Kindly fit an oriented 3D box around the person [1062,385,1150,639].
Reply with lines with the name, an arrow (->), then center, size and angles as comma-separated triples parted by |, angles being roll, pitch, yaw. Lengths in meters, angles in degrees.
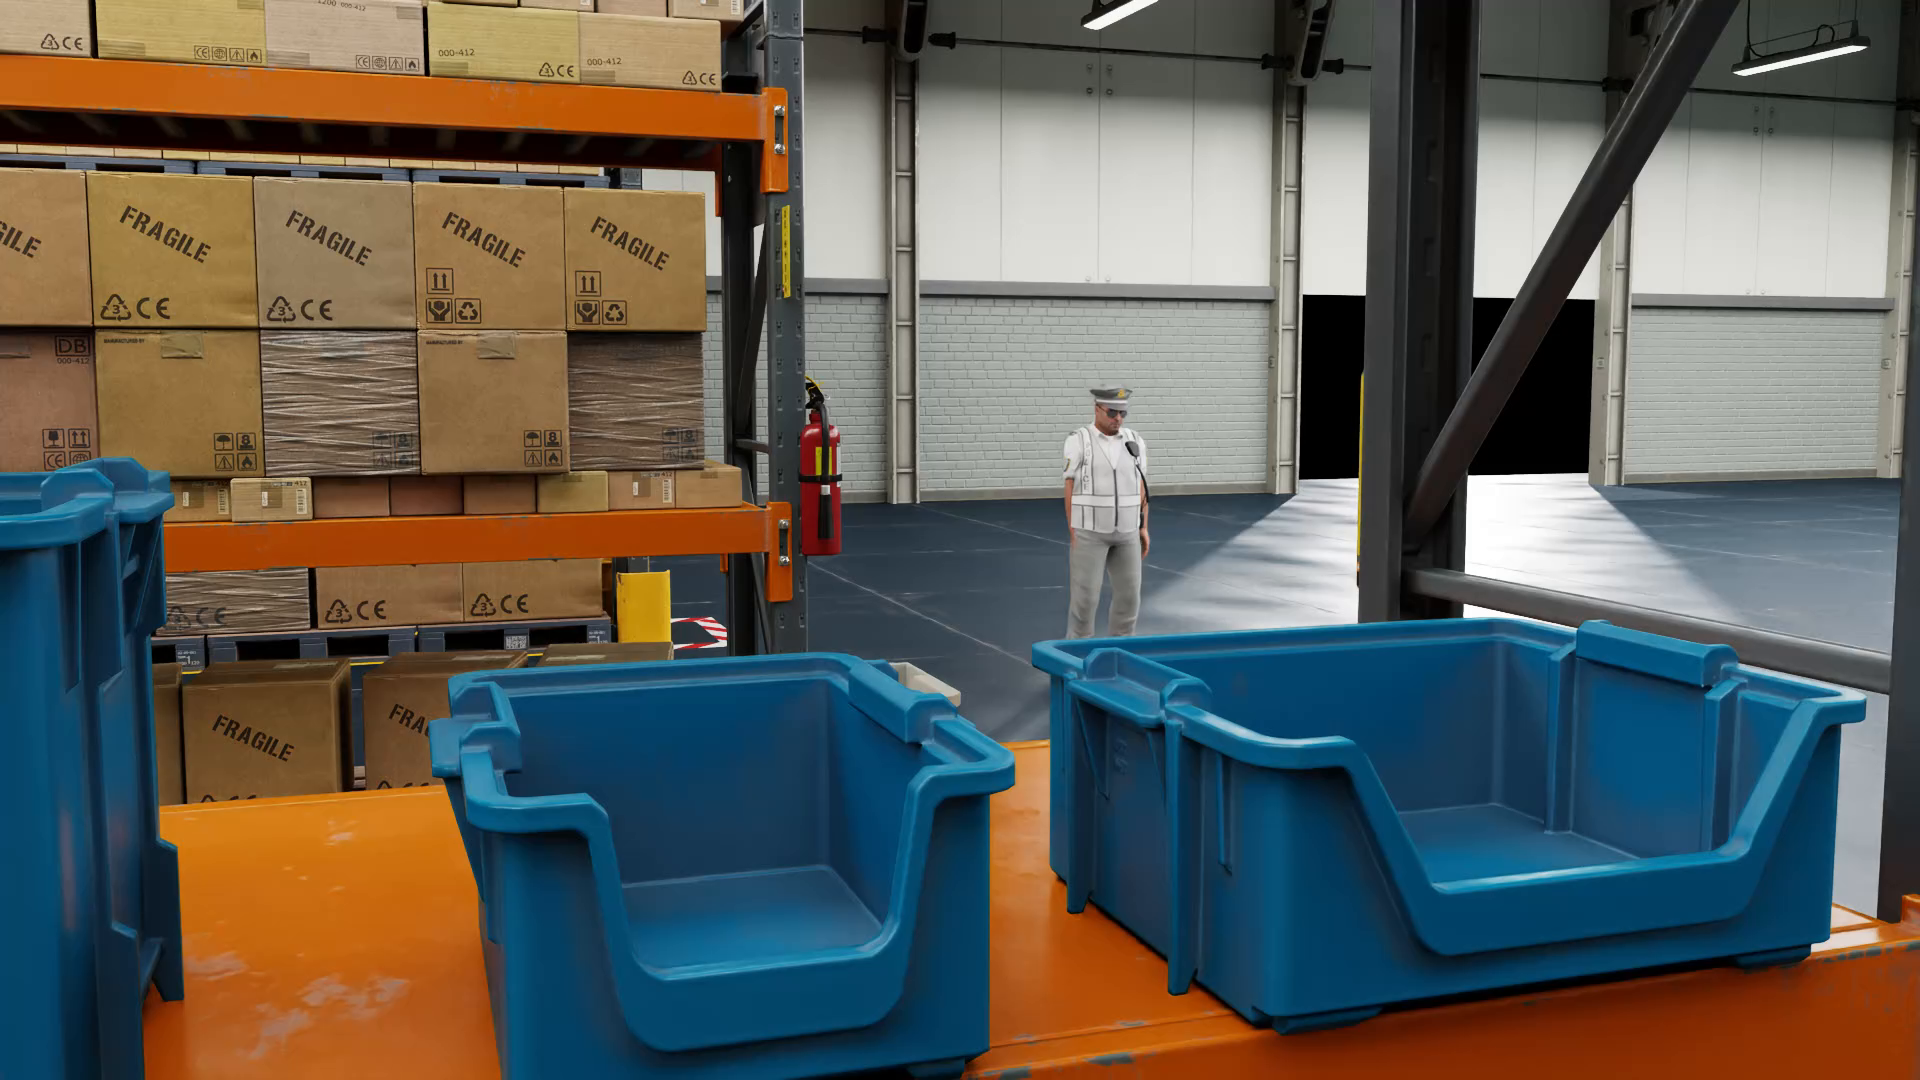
person -> 0.872, -0.039, 9.797 | 0.530, 1.746, 0.391 | -2, 6, -18
